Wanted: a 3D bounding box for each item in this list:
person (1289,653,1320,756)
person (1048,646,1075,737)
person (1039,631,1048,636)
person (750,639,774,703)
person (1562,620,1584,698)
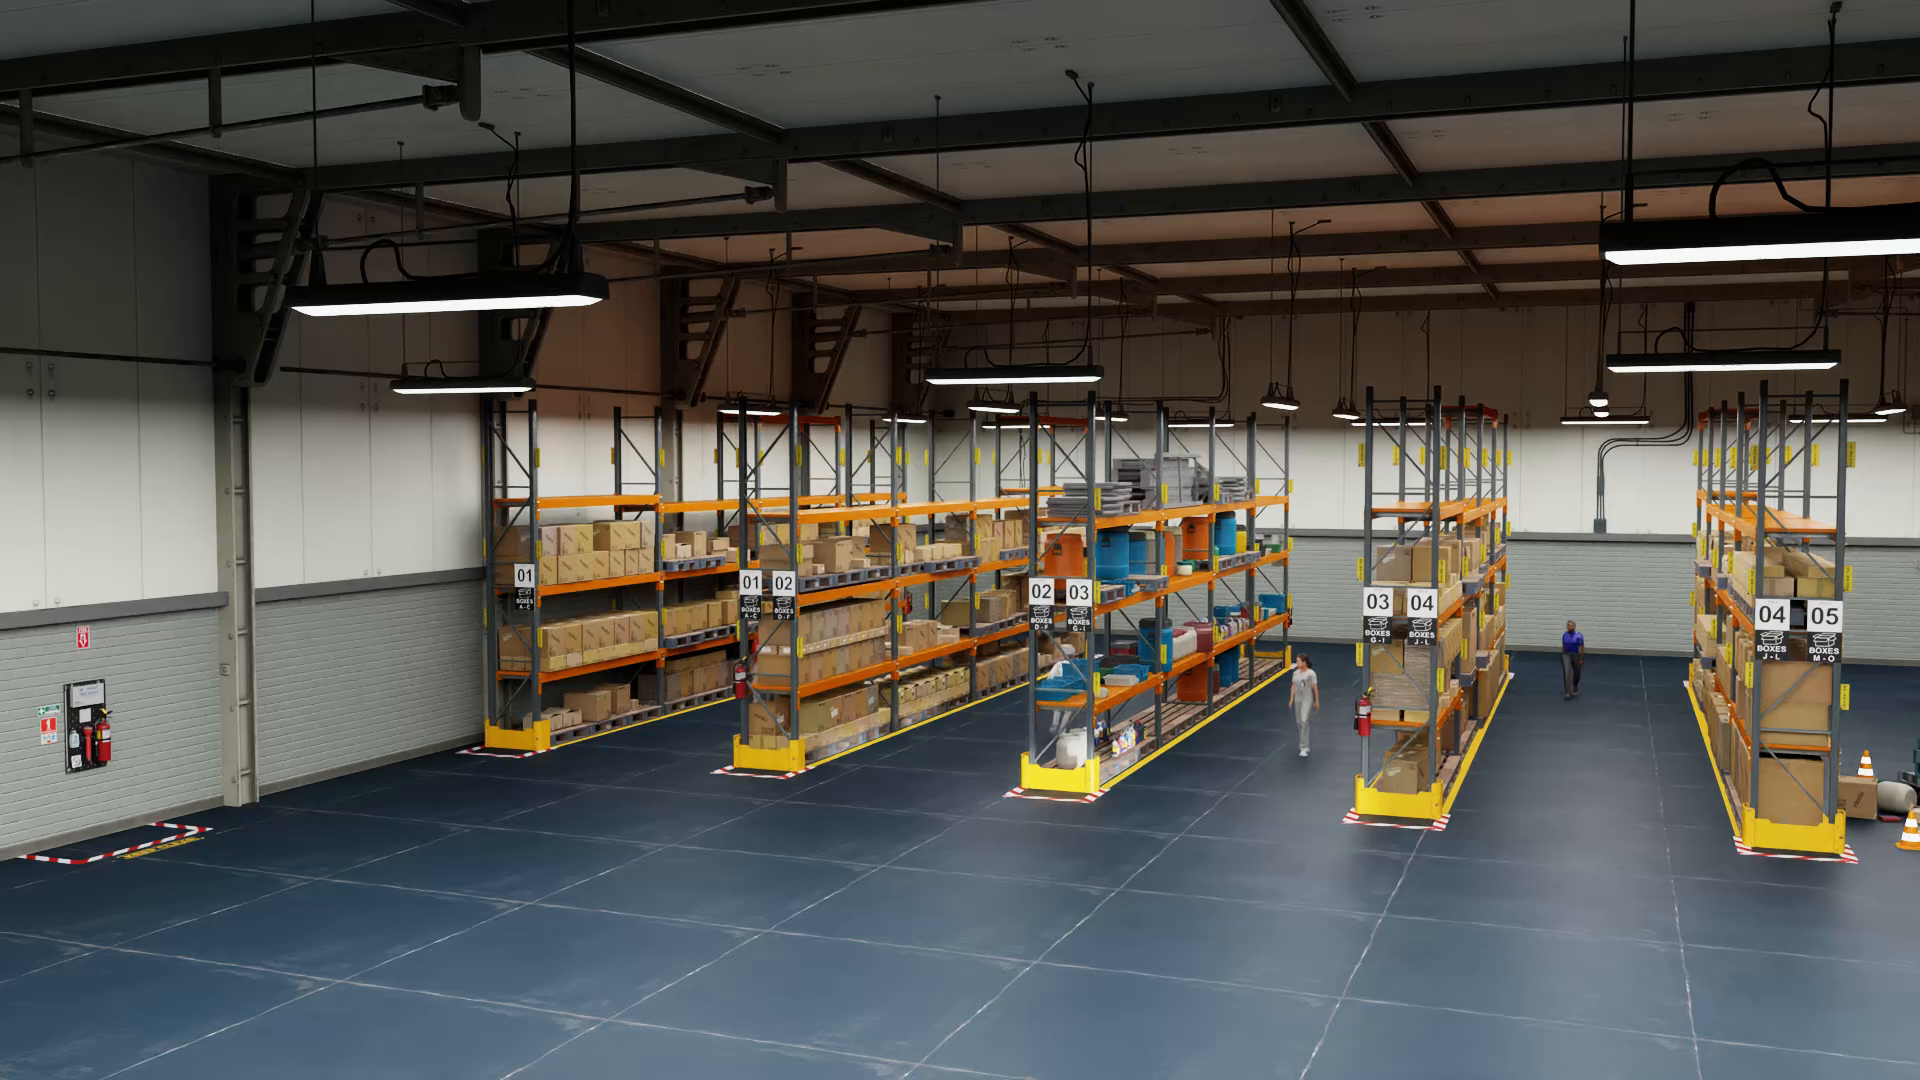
[{"bbox_3d":[5.799,2.774,28.235,0.650,1.673,0.557,-2,4,-41],"label":"person"},{"bbox_3d":[1.906,2.731,30.053,0.568,1.592,0.706,1,3,24],"label":"person"},{"bbox_3d":[2.069,2.005,43.115,1.089,1.722,0.539,-2,4,-38],"label":"person"},{"bbox_3d":[-3.820,2.566,32.398,0.566,1.732,0.769,0,3,-3],"label":"person"},{"bbox_3d":[12.808,2.466,34.759,0.442,1.612,0.863,1,3,19],"label":"person"}]
